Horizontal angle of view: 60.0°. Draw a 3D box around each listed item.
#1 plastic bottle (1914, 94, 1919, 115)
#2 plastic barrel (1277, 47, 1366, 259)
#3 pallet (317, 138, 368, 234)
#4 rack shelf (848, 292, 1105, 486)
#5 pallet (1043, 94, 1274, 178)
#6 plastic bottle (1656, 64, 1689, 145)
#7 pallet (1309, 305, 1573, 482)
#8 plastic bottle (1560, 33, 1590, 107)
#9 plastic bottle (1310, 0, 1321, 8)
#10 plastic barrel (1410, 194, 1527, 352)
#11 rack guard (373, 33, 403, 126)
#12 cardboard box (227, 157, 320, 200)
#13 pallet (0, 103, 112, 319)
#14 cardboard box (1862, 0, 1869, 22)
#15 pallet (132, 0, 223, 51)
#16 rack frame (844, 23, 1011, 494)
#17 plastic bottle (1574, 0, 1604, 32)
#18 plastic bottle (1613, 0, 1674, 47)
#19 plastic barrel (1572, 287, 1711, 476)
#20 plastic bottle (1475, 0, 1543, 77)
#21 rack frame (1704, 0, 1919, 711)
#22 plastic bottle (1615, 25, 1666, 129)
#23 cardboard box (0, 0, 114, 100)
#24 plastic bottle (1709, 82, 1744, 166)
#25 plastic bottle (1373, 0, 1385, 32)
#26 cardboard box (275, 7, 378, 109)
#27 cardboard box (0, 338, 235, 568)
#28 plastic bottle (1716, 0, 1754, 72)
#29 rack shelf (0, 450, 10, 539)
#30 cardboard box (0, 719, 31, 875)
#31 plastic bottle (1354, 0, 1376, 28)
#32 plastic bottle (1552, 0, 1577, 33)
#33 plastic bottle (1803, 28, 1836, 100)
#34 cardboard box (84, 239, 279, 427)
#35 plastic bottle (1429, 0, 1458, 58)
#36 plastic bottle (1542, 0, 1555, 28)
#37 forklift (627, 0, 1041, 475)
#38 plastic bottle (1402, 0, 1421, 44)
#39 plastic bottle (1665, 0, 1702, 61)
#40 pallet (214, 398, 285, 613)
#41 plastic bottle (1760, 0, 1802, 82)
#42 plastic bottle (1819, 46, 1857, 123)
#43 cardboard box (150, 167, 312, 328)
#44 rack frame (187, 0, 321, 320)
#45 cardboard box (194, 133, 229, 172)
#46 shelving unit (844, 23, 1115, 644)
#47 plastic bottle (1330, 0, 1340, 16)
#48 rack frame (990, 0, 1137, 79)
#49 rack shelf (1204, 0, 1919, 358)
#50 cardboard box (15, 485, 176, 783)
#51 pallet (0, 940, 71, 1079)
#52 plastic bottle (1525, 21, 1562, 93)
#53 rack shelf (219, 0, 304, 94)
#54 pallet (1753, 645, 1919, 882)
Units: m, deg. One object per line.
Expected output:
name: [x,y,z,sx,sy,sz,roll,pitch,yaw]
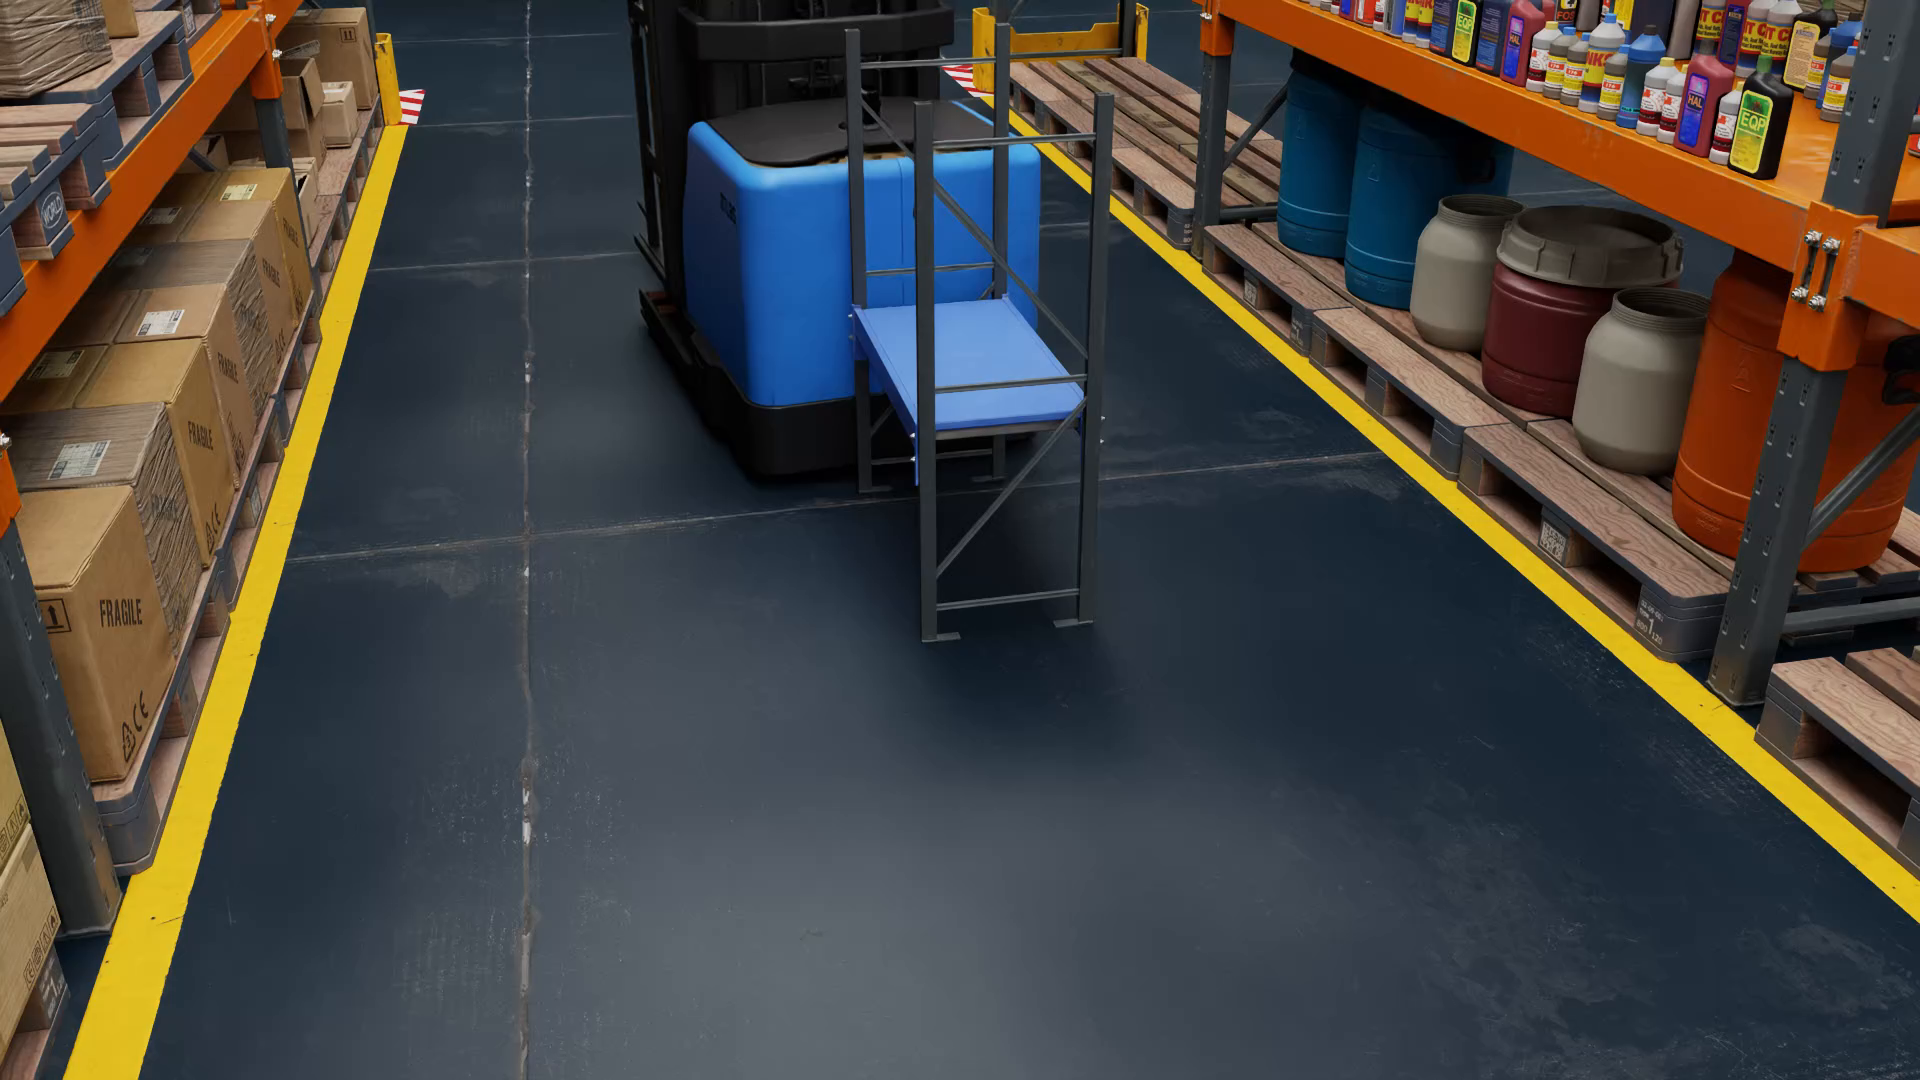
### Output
plastic bottle: [2.691,-1.289,4.605,0.061,0.283,0.133,-6,27,-12]
plastic barrel: [1.708,-1.736,7.223,0.600,0.901,0.708,-6,27,-12]
pallet: [-3.657,-1.818,8.617,1.003,0.211,1.213,-6,27,-12]
rack shelf: [0.019,-0.472,4.919,0.538,0.185,1.000,-6,27,-12]
pallet: [1.120,-2.336,9.645,1.003,0.211,1.213,-6,27,-12]
plastic bottle: [1.936,-1.169,4.458,0.097,0.201,0.097,0,27,0]
pallet: [2.014,-0.601,6.207,1.003,0.211,1.213,-6,27,-12]
plastic bottle: [1.827,-1.383,4.881,0.097,0.201,0.097,0,27,0]
plastic bottle: [1.417,-2.212,6.446,0.097,0.271,0.097,0,27,0]
plastic barrel: [1.908,-0.994,6.186,0.421,0.512,0.421,0,27,0]
rack guard: [-4.109,-2.831,10.304,1.175,0.500,0.348,-6,27,-12]
cardboard box: [-3.313,-1.741,8.026,0.380,0.166,0.250,-6,27,-12]
pallet: [-2.544,-0.673,3.468,1.213,0.211,1.003,-6,27,-12]
cardboard box: [6.154,-3.161,10.075,0.875,0.875,0.875,-6,27,-12]
pallet: [-3.151,-1.777,5.654,1.003,0.211,1.213,-6,27,-12]
rack frame: [-0.095,-0.855,5.280,0.500,1.500,0.032,-6,27,-12]
plastic bottle: [2.284,-1.987,5.996,0.152,0.276,0.135,-6,27,-12]
plastic bottle: [2.258,-1.775,5.493,0.144,0.351,0.185,-6,27,-12]
plastic barrel: [2.162,-0.498,5.203,0.421,0.512,0.421,0,27,0]
plastic bottle: [1.744,-1.658,5.260,0.144,0.351,0.185,-6,27,-12]
rack frame: [2.503,-0.970,3.842,1.000,3.000,0.127,-6,27,-12]
plastic bottle: [1.893,-1.286,4.611,0.097,0.271,0.097,0,27,0]
cardboard box: [-2.595,-1.386,4.091,0.700,0.500,0.500,-1,27,-2]
plastic bottle: [1.988,-1.068,4.257,0.097,0.201,0.097,0,27,0]
plastic bottle: [1.543,-1.935,5.975,0.097,0.201,0.097,0,27,0]
cardboard box: [-3.764,-2.847,9.848,0.500,0.500,0.500,-6,27,-12]
cardboard box: [-2.379,-0.228,4.658,0.500,0.500,0.500,-6,27,-12]
plastic bottle: [2.505,-1.652,5.324,0.061,0.283,0.133,-6,27,-12]
rack shelf: [-1.873,0.731,1.271,1.077,0.370,4.000,-6,27,-12]
cardboard box: [-1.965,0.526,2.841,0.500,0.311,0.500,-5,27,-10]
plastic bottle: [1.544,-2.022,6.065,0.152,0.276,0.135,-6,27,-12]
plastic bottle: [2.167,-1.965,5.956,0.097,0.271,0.097,0,27,0]
plastic bottle: [2.587,-1.419,4.953,0.097,0.201,0.097,0,27,0]
cardboard box: [-2.619,-0.679,5.553,0.500,0.500,0.500,-6,27,-11]
plastic bottle: [1.672,-1.797,5.537,0.144,0.351,0.185,-6,27,-12]
plastic bottle: [1.838,-1.649,5.318,0.061,0.283,0.133,-6,27,-12]
forklift: [-0.706,-2.168,6.292,1.130,2.935,3.031,-9,28,-18]
plastic bottle: [1.596,-1.864,5.758,0.097,0.271,0.097,0,27,0]
plastic bottle: [2.408,-1.746,5.518,0.152,0.276,0.135,-6,27,-12]
pallet: [-2.726,-0.090,5.193,1.003,0.211,1.213,-6,27,-12]
plastic bottle: [2.535,-1.552,5.138,0.097,0.271,0.097,0,27,0]
plastic bottle: [2.499,-1.286,4.689,0.097,0.201,0.097,0,27,0]
cardboard box: [-2.834,-1.117,6.421,0.500,0.500,0.500,-6,27,-12]
rack frame: [-3.225,-2.224,6.328,1.000,3.000,0.127,-6,27,-12]
cardboard box: [-3.799,-1.771,7.926,0.500,0.311,0.500,-6,27,-12]
shelving unit: [0.019,-0.632,4.838,0.538,1.500,1.048,-6,27,-12]
plastic bottle: [1.461,-2.095,6.293,0.097,0.201,0.097,0,27,0]
rack frame: [0.701,-4.482,10.800,1.000,3.000,0.127,-6,27,-12]
rack shelf: [2.053,-1.527,5.744,1.077,0.370,4.000,-6,27,-12]
cardboard box: [-2.147,0.222,3.766,0.500,0.500,0.500,-5,27,-9]
pallet: [-2.176,1.142,2.753,1.003,0.211,1.213,-6,27,-12]
plastic bottle: [1.783,-1.468,5.050,0.097,0.201,0.097,0,27,0]
rack shelf: [-3.676,-2.781,8.230,1.077,0.370,4.000,-6,27,-12]
pallet: [2.640,0.619,3.789,1.003,0.211,1.213,-6,27,-12]
